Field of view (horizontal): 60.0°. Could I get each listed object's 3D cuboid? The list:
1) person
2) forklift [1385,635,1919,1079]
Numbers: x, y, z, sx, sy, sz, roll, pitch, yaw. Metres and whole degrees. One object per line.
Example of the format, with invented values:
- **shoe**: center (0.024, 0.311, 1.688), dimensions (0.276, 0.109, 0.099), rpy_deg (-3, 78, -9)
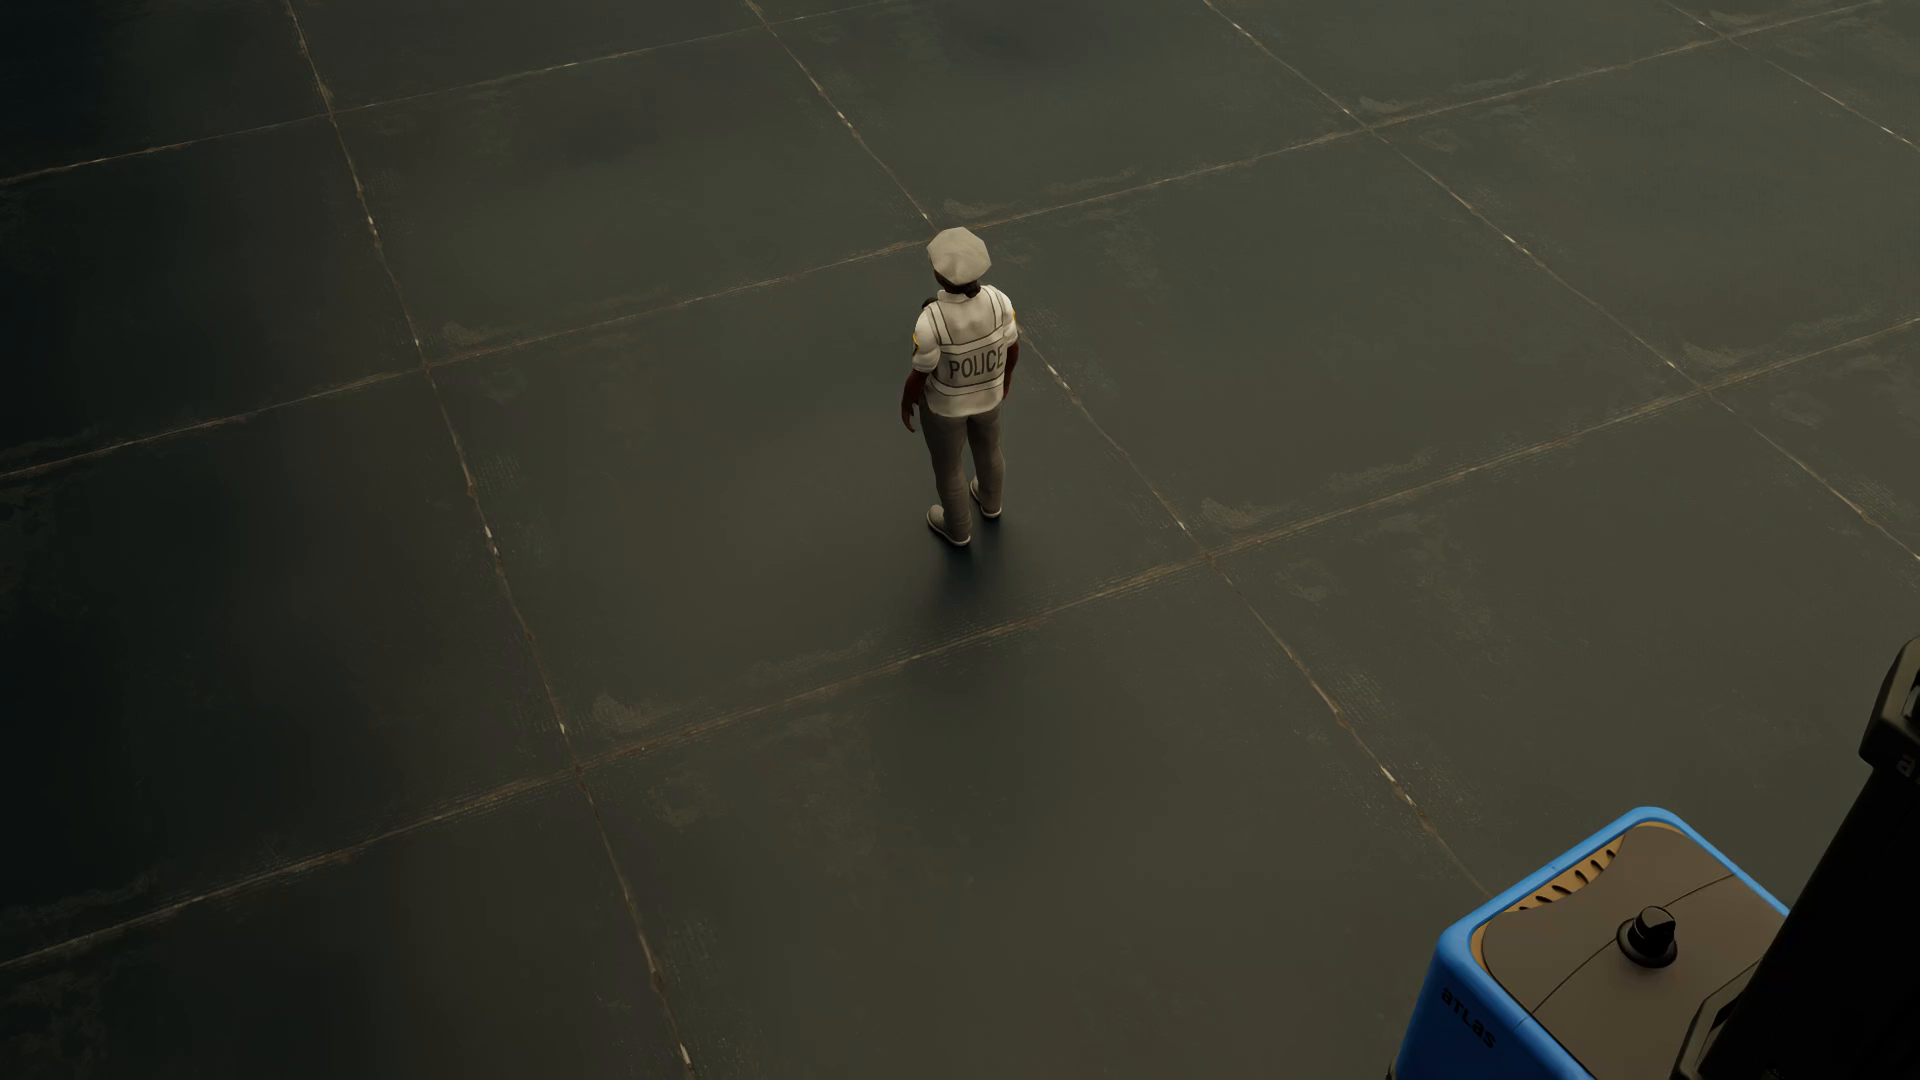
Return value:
- **person**: center (-0.013, -0.677, 7.301), dimensions (0.569, 1.694, 0.530), rpy_deg (-18, 46, -18)
- **forklift**: center (2.641, 1.571, 3.997), dimensions (1.130, 2.935, 3.031), rpy_deg (-24, 48, -23)
